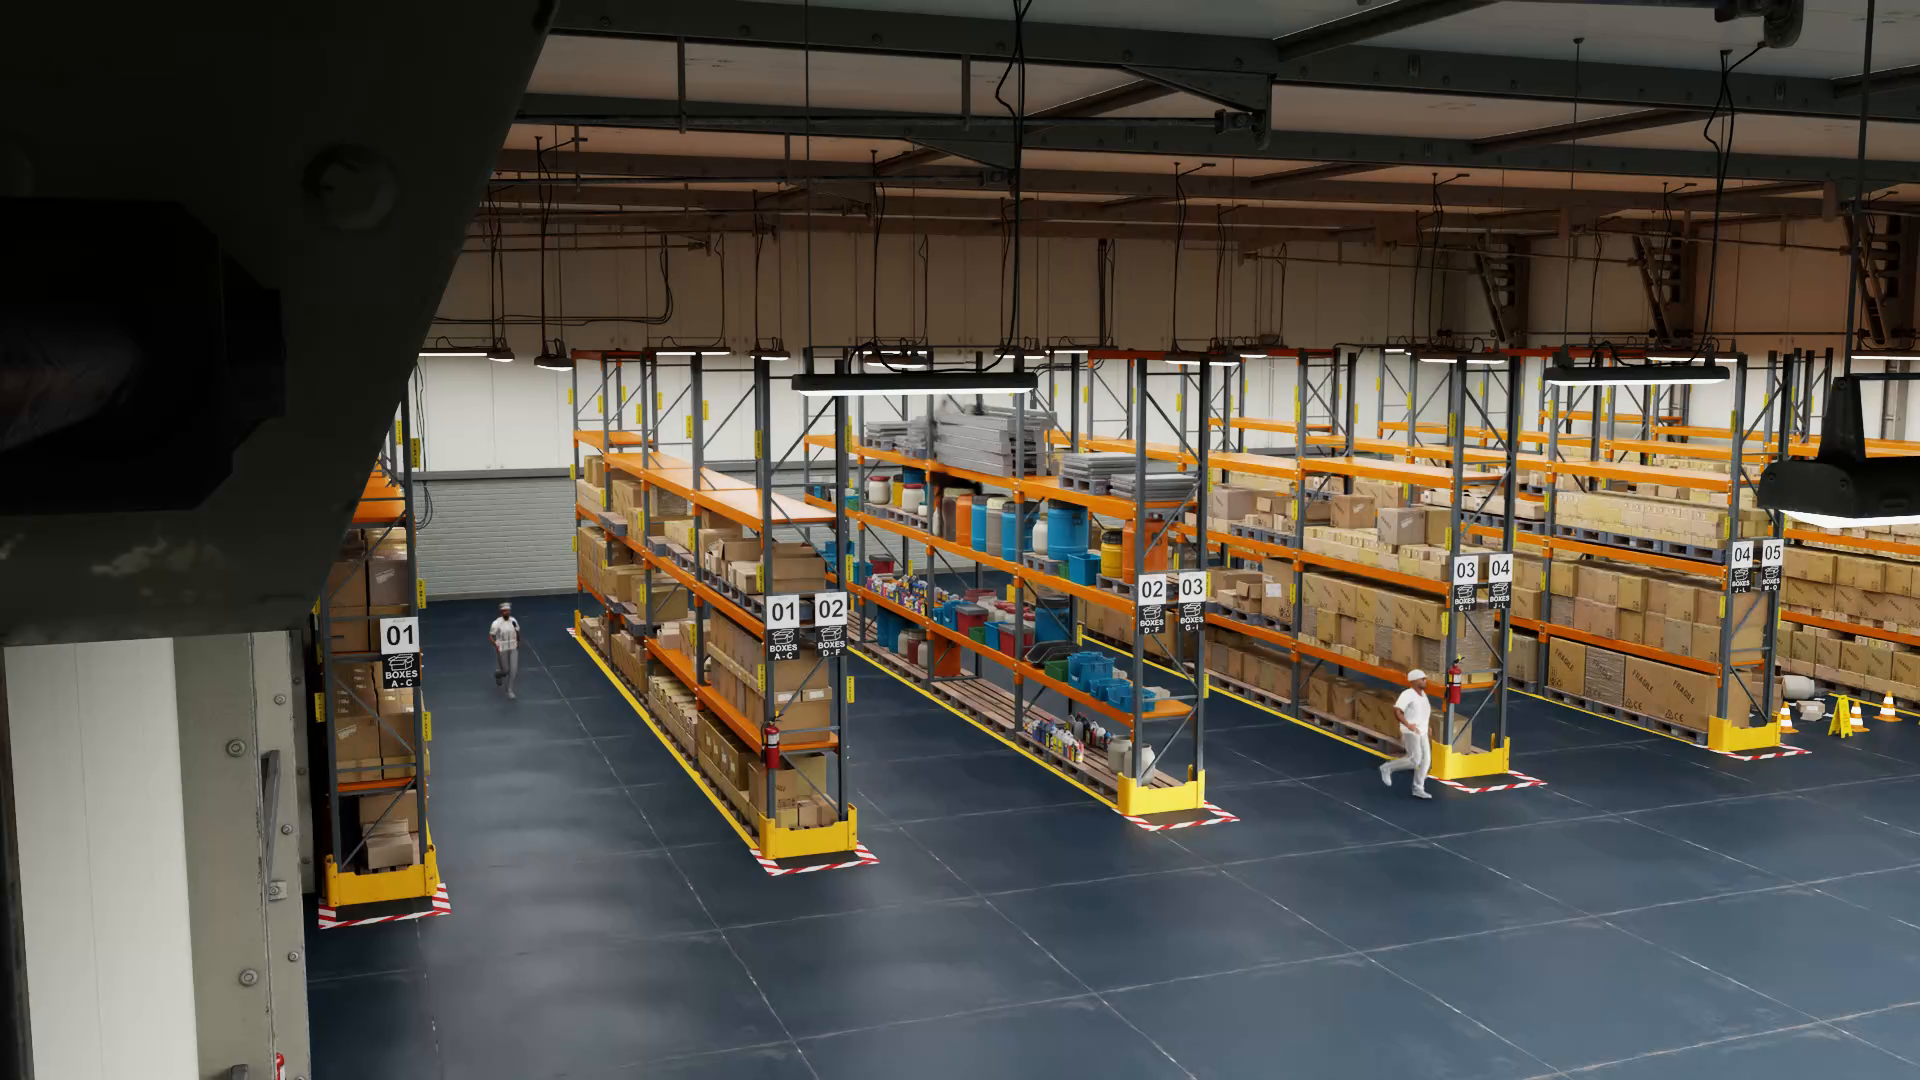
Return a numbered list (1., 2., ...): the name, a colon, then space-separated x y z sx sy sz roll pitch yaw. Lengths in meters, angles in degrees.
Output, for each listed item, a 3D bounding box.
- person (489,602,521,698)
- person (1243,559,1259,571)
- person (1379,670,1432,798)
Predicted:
1. person: -7.953 1.909 29.135 0.575 1.661 0.622 -5 9 -35
2. person: 7.458 0.112 42.910 0.981 1.780 0.629 -6 9 -40
3. person: 6.272 2.641 22.929 0.782 1.710 0.757 6 10 42
